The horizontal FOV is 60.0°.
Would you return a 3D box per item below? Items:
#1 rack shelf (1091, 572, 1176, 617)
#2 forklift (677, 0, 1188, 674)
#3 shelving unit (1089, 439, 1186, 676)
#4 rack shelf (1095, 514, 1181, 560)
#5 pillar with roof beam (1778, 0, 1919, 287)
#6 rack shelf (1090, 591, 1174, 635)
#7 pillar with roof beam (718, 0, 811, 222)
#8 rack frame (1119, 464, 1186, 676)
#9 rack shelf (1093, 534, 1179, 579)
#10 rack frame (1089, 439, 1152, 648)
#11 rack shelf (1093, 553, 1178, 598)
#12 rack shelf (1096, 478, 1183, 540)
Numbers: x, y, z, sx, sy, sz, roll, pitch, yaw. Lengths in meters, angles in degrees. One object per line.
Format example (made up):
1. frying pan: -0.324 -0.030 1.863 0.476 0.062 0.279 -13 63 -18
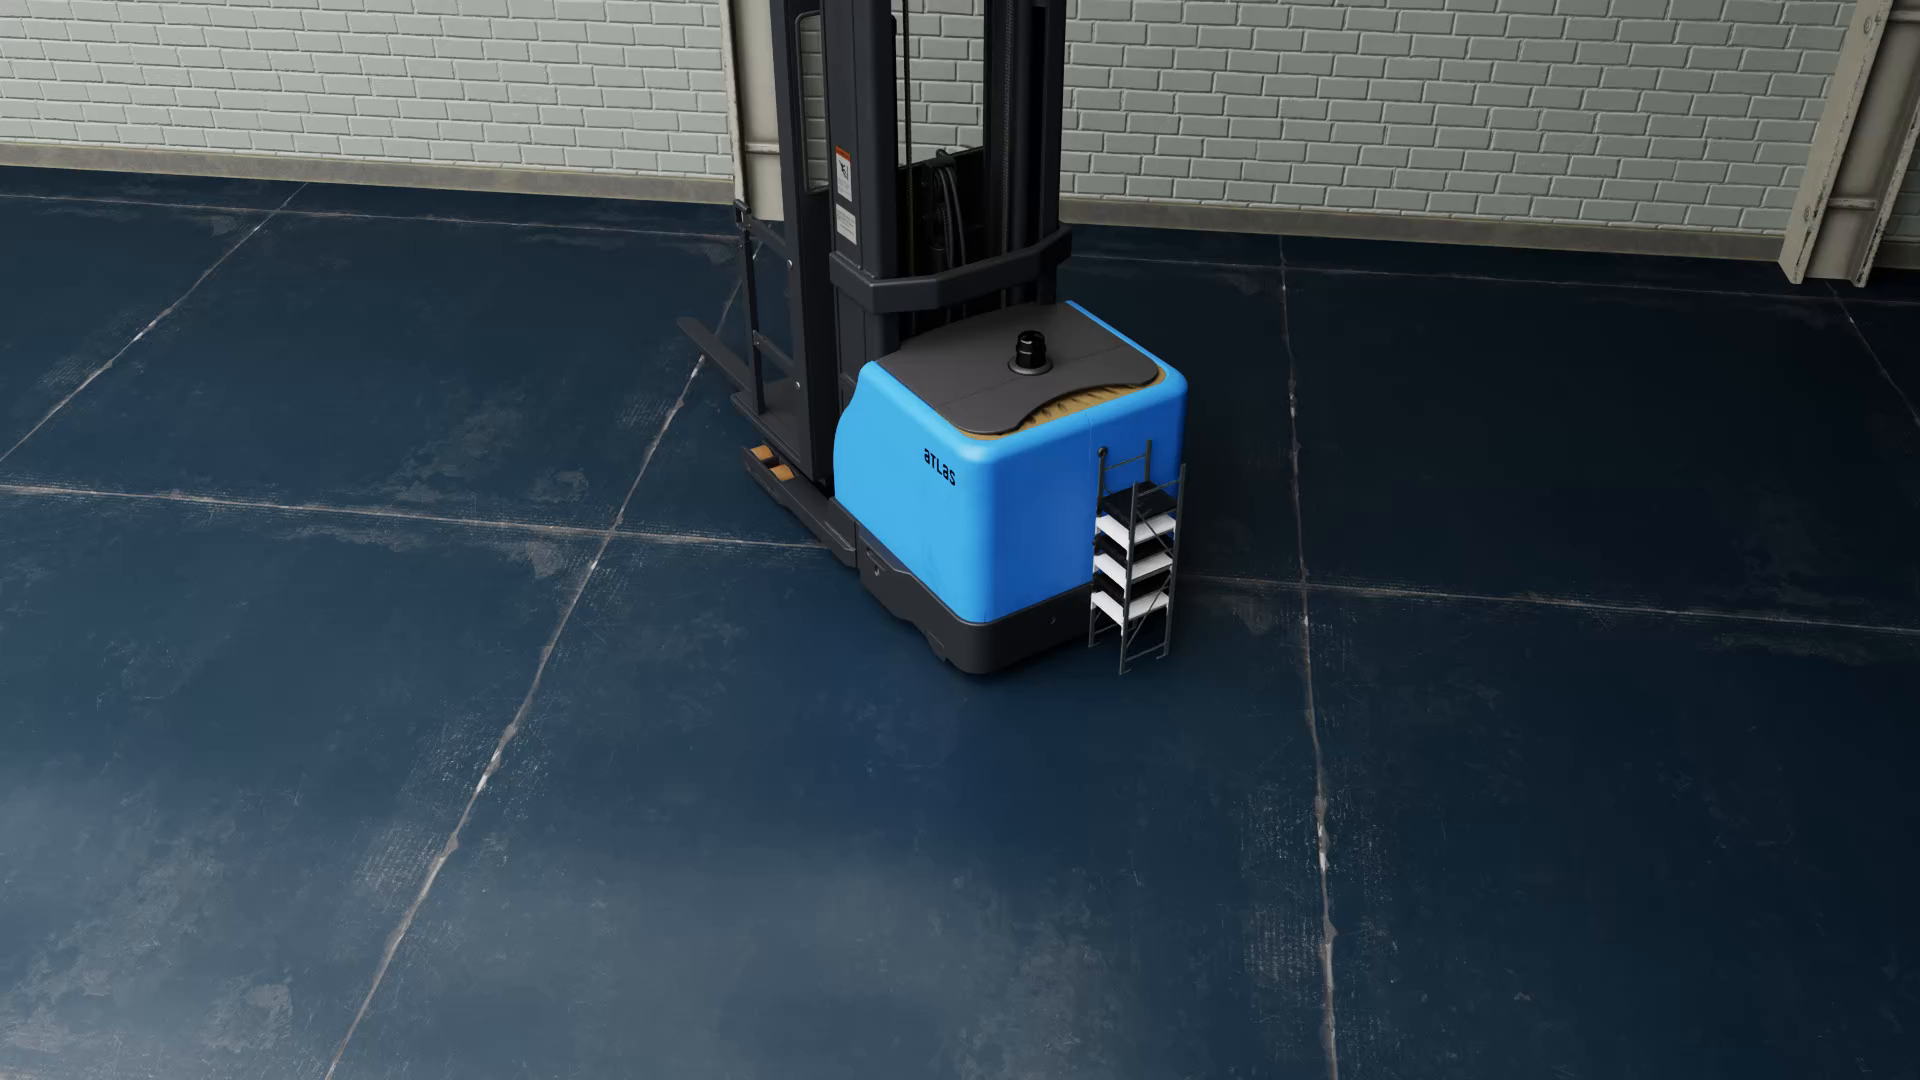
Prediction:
1. rack shelf: 0.672 0.176 6.441 0.258 0.077 0.200 -21 40 -26
2. forklift: -0.338 -1.498 6.826 1.130 2.935 3.031 -21 40 -26
3. shelving unit: 0.672 0.075 6.370 0.258 0.900 0.210 -21 40 -26
4. rack shelf: 0.672 -0.044 6.284 0.258 0.077 0.200 -21 40 -26
5. pillar with roof beam: 4.294 -2.685 3.265 0.400 9.000 9.100 4 36 6
6. rack shelf: 0.672 0.249 6.494 0.258 0.077 0.200 -21 40 -26
7. pillar with roof beam: -1.657 -3.129 3.887 0.400 9.000 9.100 4 36 6
8. rack frame: 0.727 0.125 6.300 0.240 0.900 0.006 -21 40 -26
9. rack shelf: 0.672 0.029 6.337 0.258 0.077 0.200 -21 40 -26
10. rack frame: 0.617 0.026 6.439 0.240 0.900 0.006 -21 40 -26
11. rack shelf: 0.672 0.103 6.389 0.258 0.077 0.200 -21 40 -26
12. rack shelf: 0.672 -0.117 6.232 0.258 0.077 0.200 -21 40 -26
